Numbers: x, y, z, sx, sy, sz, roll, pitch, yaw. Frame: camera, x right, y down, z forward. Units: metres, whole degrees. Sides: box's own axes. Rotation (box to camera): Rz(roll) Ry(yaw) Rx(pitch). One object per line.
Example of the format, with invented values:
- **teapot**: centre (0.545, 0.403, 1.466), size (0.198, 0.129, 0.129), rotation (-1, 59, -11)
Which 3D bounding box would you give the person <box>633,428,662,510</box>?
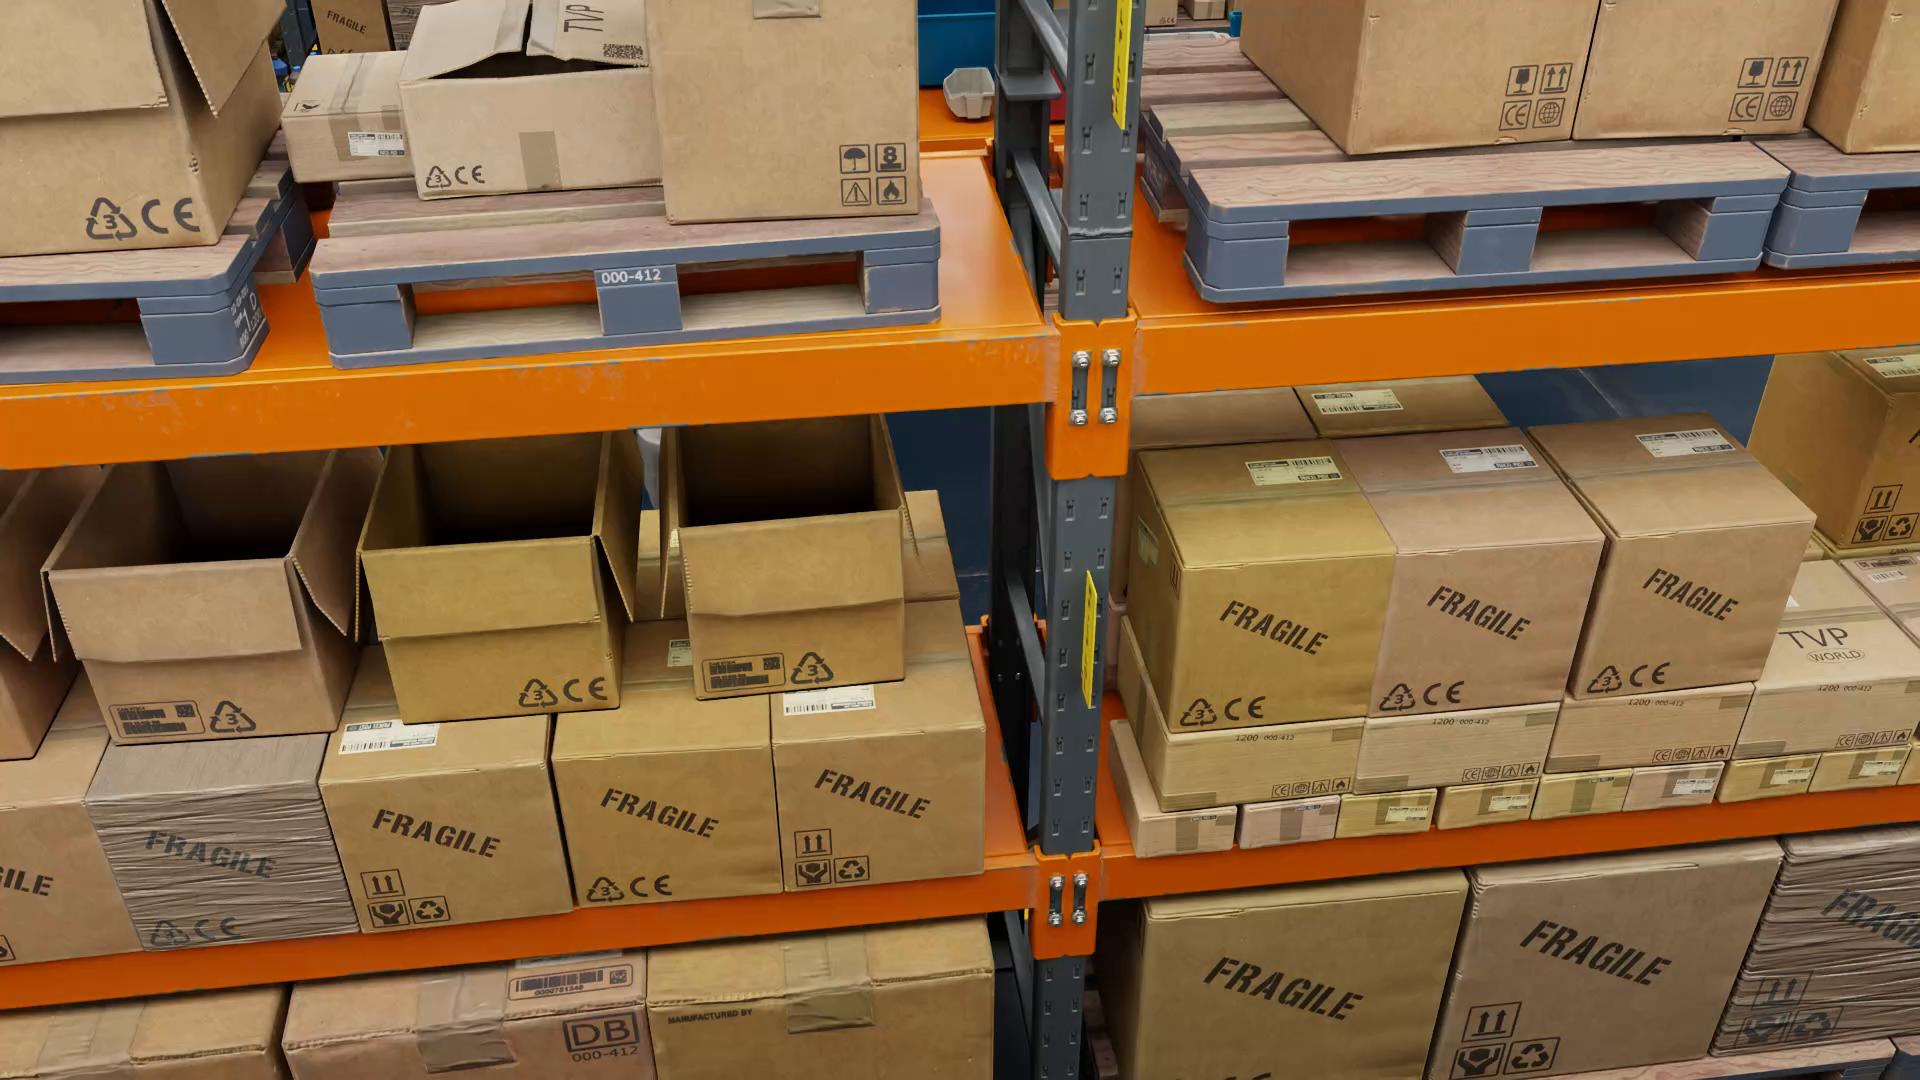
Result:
- **person**: centre (-1.186, -0.514, 6.875), size (0.569, 1.743, 0.685), rotation (-15, 37, -20)
